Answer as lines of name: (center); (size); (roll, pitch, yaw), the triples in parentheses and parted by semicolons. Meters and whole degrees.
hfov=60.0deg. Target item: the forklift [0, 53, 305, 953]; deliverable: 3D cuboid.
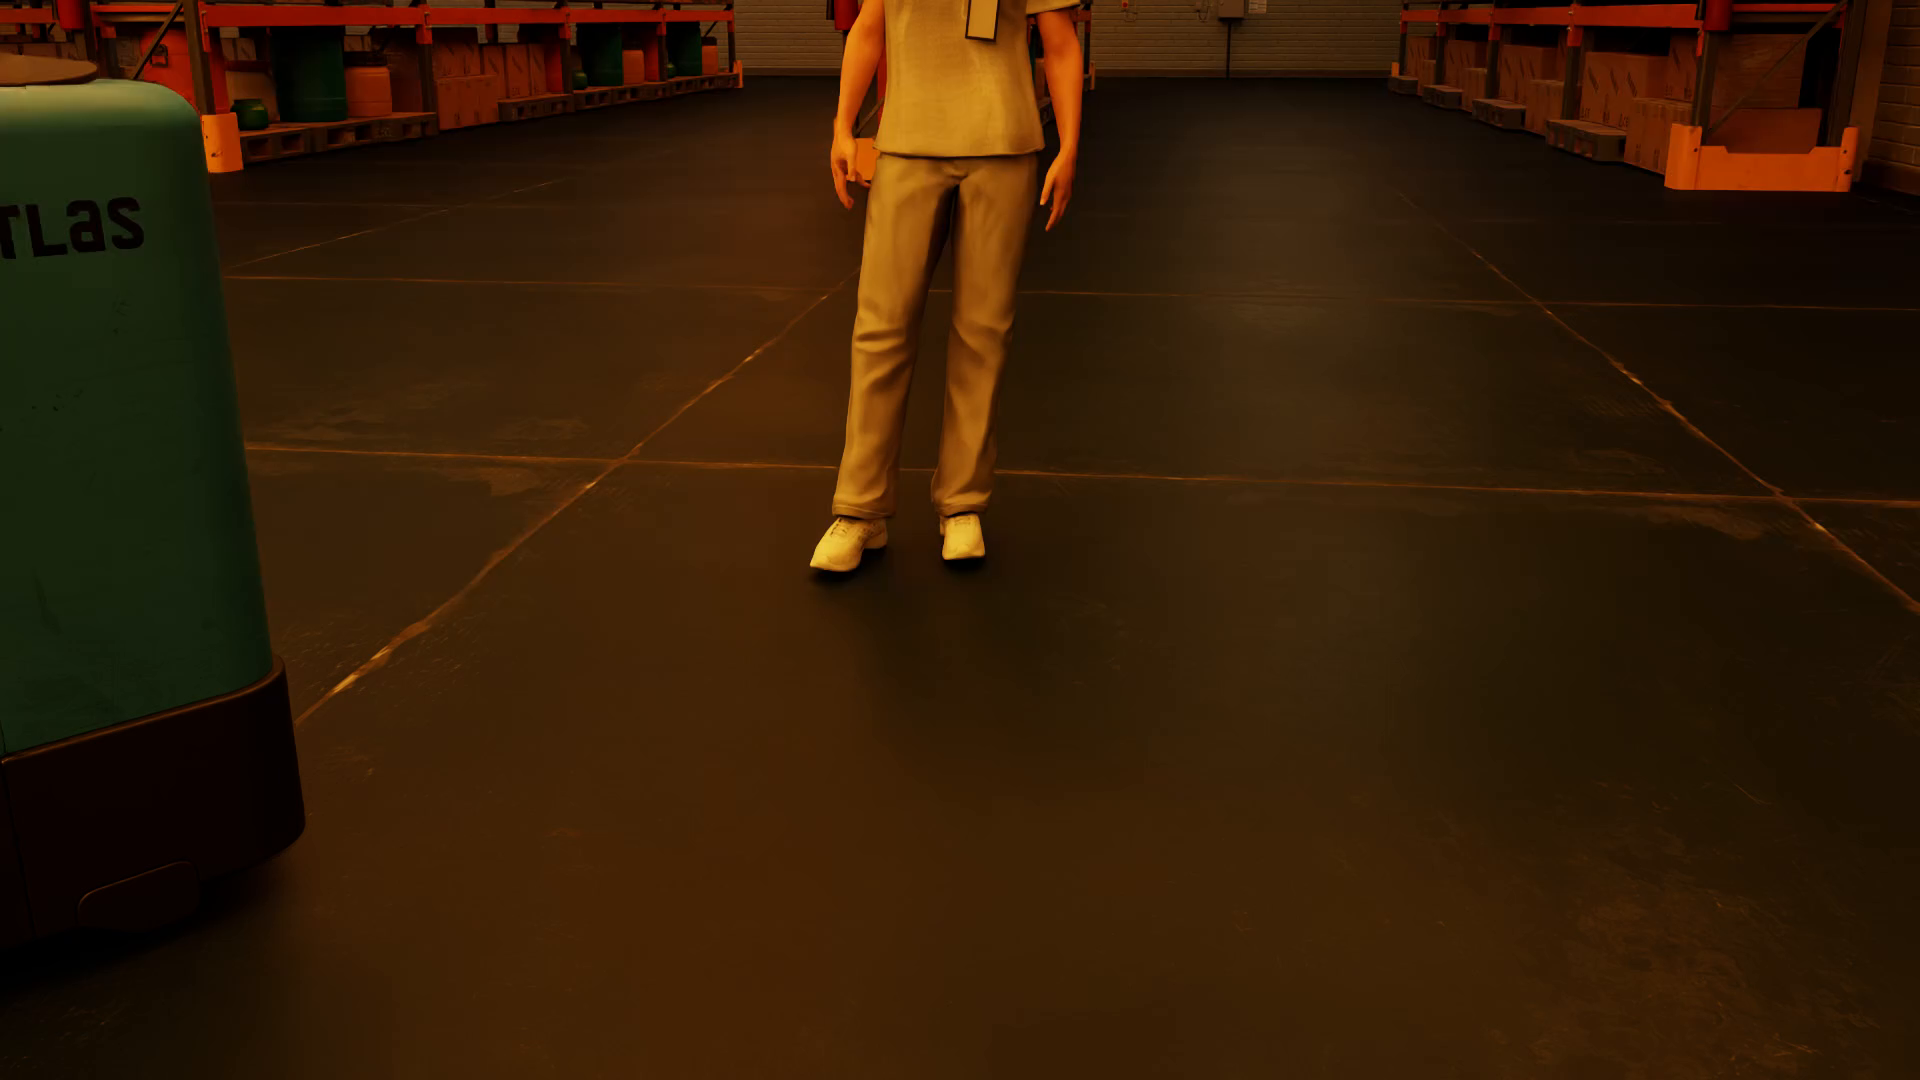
forklift: (-2.298, -0.705, 1.188); (1.130, 2.935, 3.031); (16, 24, 42)

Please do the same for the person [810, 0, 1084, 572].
person: (-0.023, -0.785, 3.503); (0.549, 1.673, 0.548); (2, 18, 7)
